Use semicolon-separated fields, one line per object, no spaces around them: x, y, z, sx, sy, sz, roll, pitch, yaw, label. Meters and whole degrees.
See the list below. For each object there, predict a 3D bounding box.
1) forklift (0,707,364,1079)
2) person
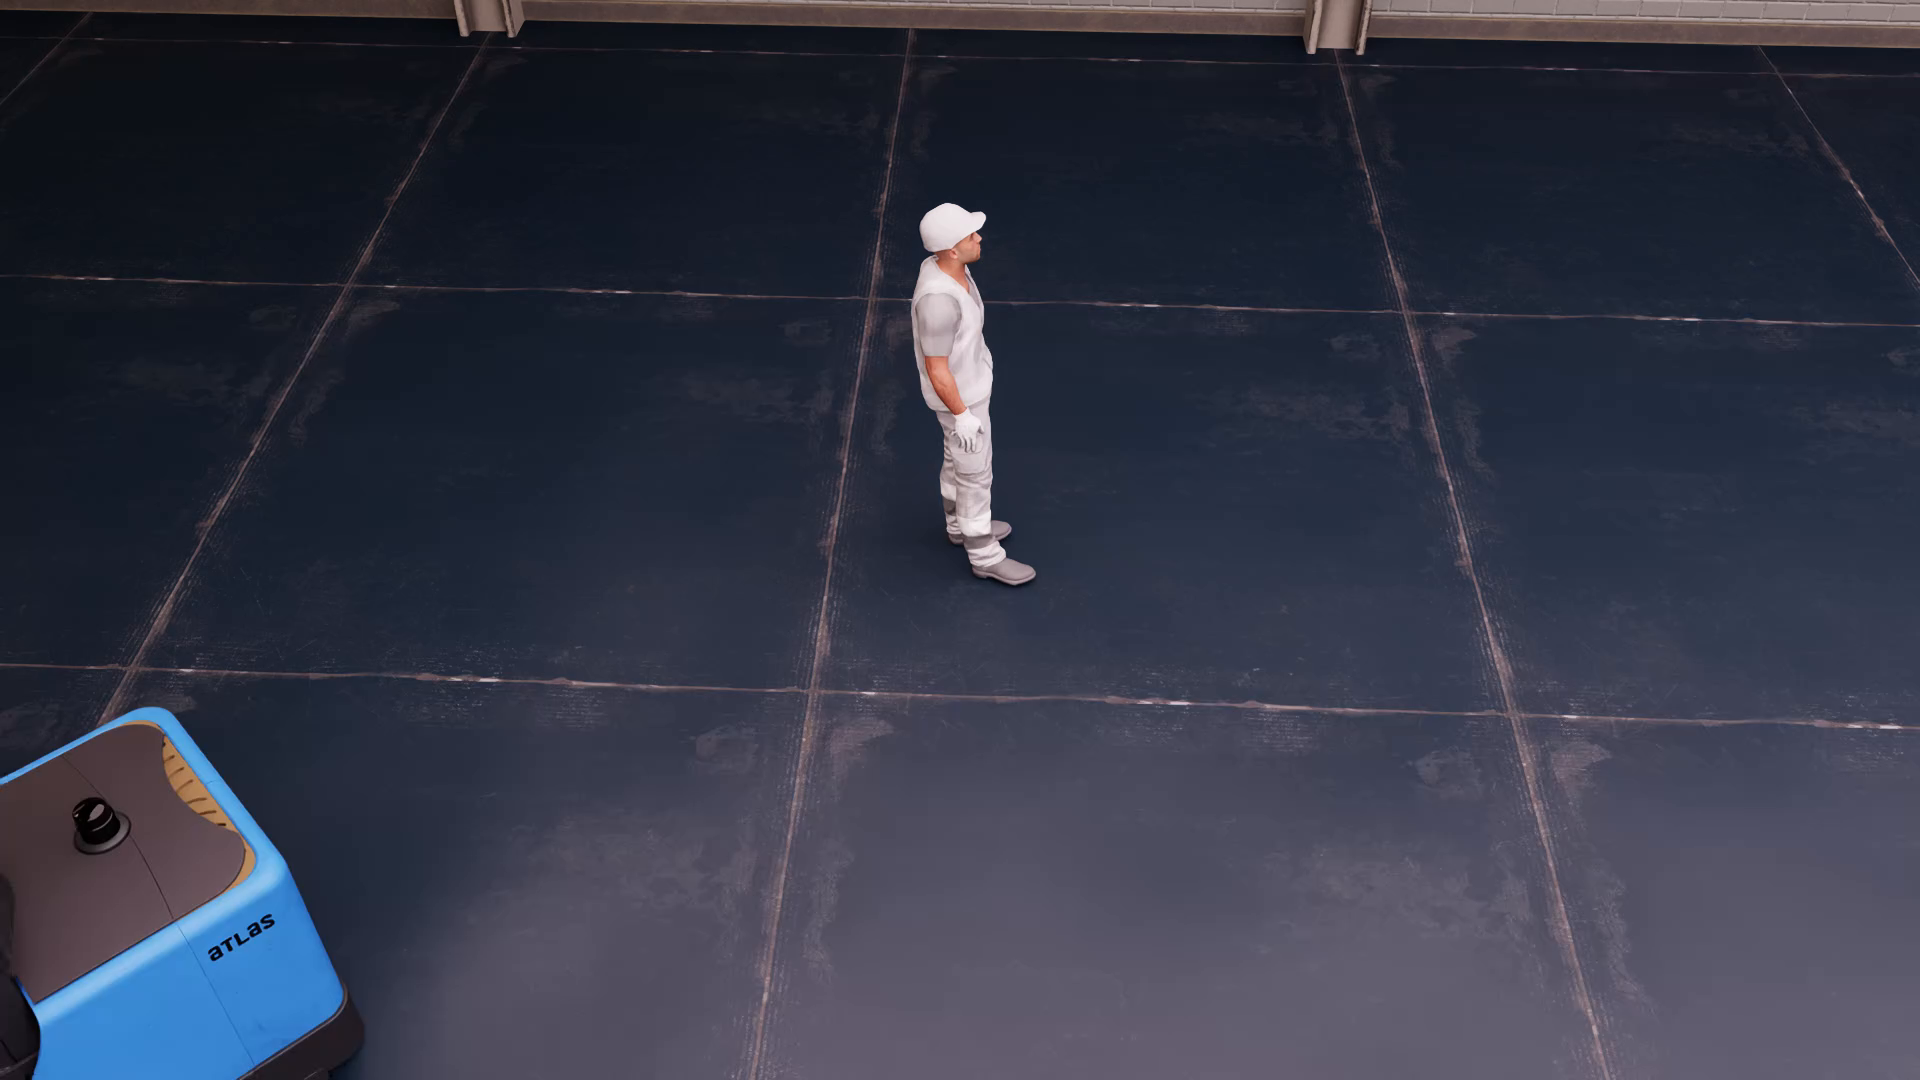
-3.532;1.173;4.458;3.031;2.935;1.130;-32;51;-30;forklift
0.079;-0.655;7.296;0.564;1.787;0.637;2;42;2;person
